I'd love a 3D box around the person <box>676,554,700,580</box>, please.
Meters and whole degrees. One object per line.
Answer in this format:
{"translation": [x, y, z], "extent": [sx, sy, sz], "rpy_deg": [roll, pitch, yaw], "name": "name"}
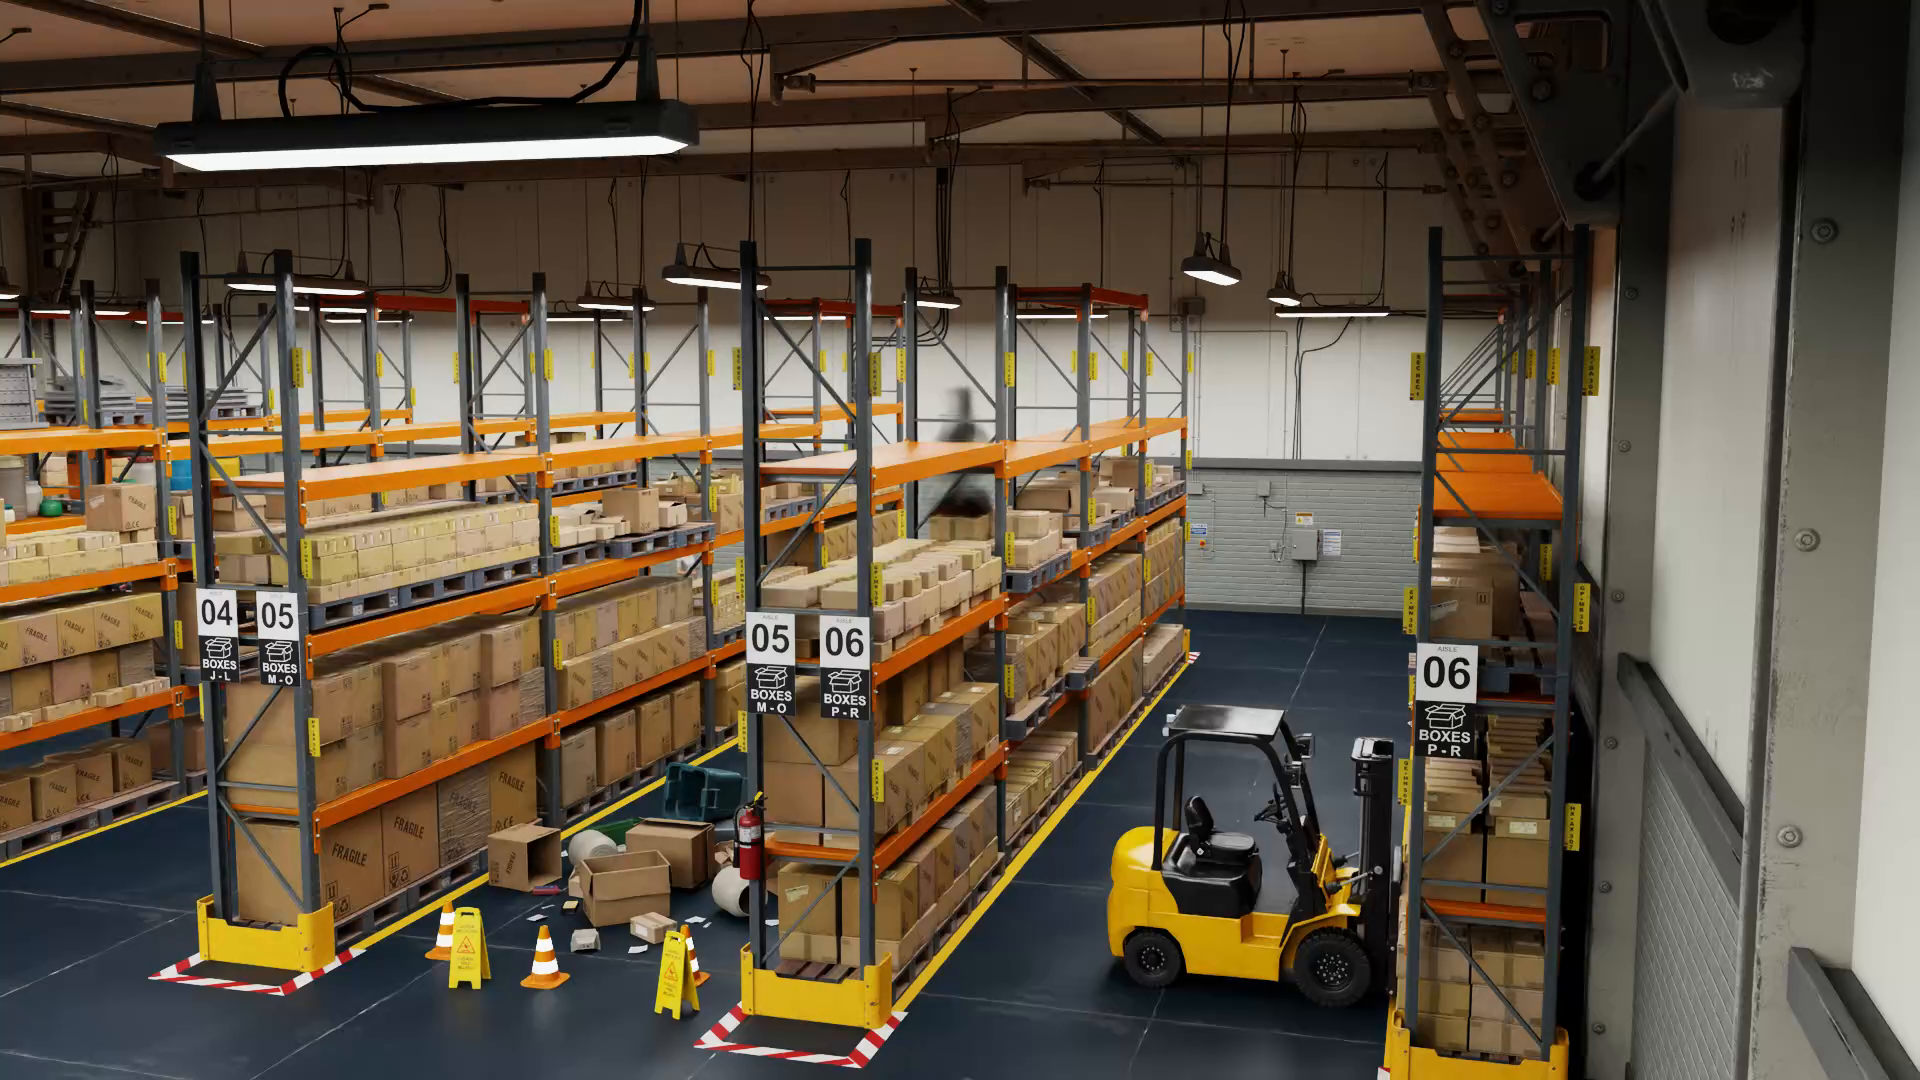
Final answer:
{"translation": [-5.068, 0.843, 31.224], "extent": [0.559, 1.671, 0.867], "rpy_deg": [-5, 8, -37], "name": "person"}
